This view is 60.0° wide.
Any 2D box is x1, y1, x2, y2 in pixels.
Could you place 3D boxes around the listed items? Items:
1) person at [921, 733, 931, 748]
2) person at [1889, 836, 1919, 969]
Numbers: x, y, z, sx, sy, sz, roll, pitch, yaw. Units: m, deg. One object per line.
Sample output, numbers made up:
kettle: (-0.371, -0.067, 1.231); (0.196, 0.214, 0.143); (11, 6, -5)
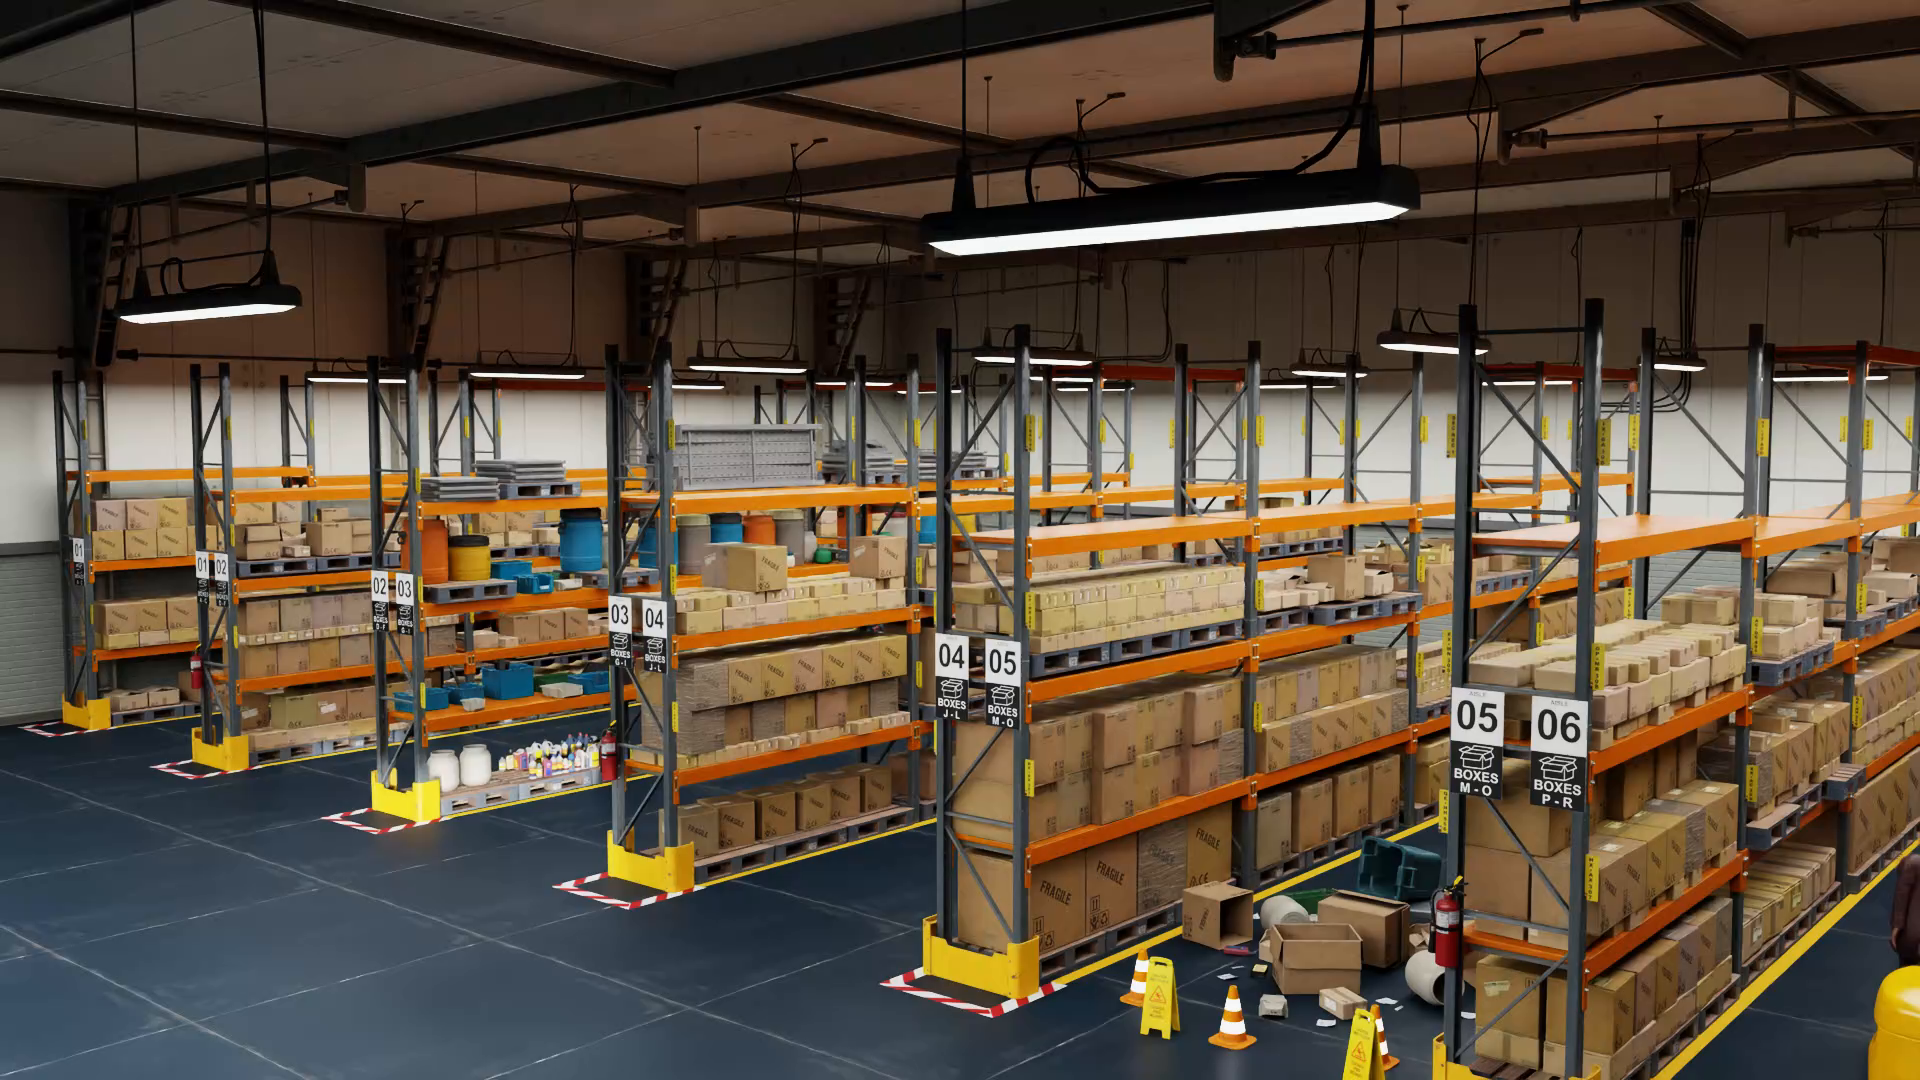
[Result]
person: (-0.427, 2.504, 24.766); (0.641, 1.791, 0.642); (-3, 5, -38)
person: (8.075, 3.302, 13.879); (0.567, 1.834, 0.607); (3, 5, 34)
